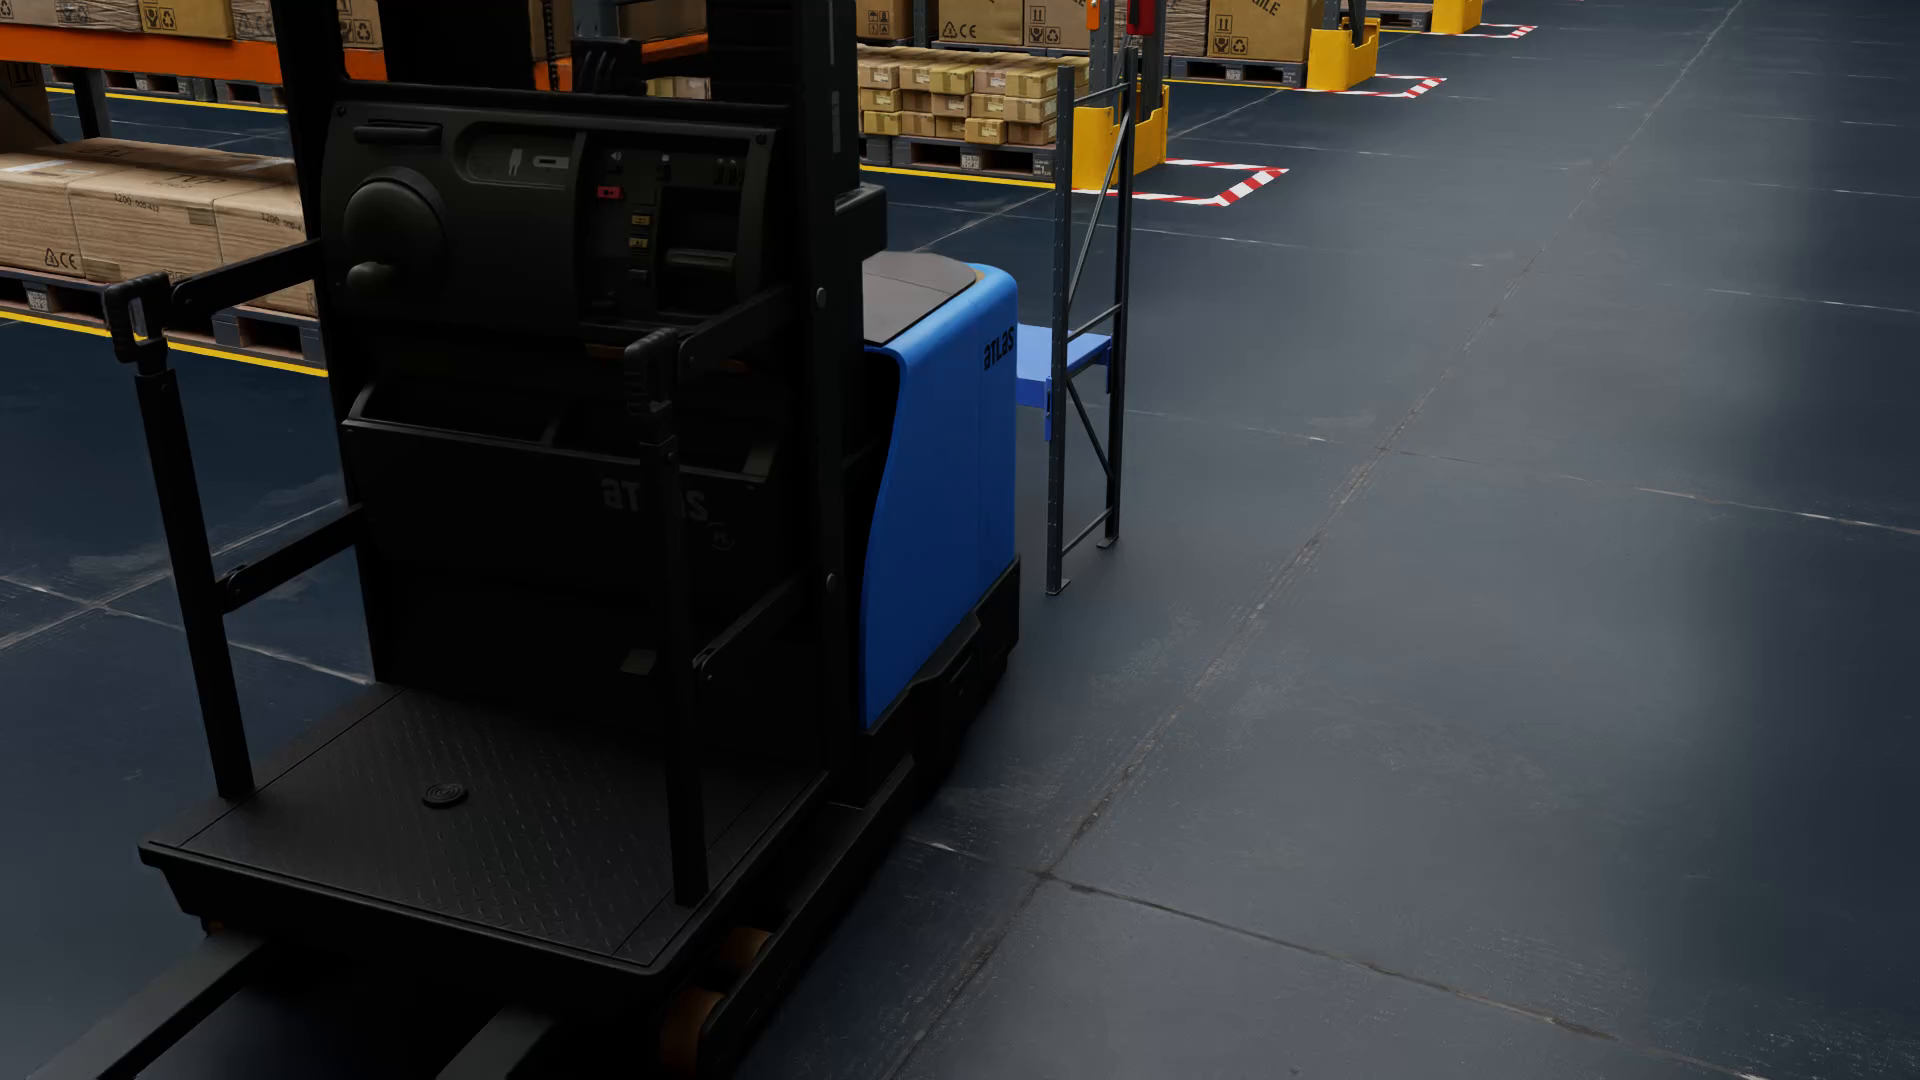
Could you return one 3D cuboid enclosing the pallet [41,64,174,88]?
[{"bbox_3d":[-7.824,-4.286,15.058,1.213,0.211,1.003,11,25,25],"label":"pallet"}]

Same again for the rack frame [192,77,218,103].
[{"bbox_3d":[-6.070,-5.188,13.616,0.127,3.000,1.000,11,25,25],"label":"rack frame"}]

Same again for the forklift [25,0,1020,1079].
[{"bbox_3d":[-0.834,-0.564,2.830,1.130,2.935,3.031,8,24,19],"label":"forklift"}]

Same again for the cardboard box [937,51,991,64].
[{"bbox_3d":[0.030,-3.252,11.410,0.250,0.149,0.380,10,25,22],"label":"cardboard box"}]

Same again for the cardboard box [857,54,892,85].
[{"bbox_3d":[-0.656,-3.182,11.246,0.250,0.149,0.380,10,25,23],"label":"cardboard box"}]

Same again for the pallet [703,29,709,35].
[{"bbox_3d":[-1.987,-5.237,17.296,1.213,0.211,1.003,11,25,25],"label":"pallet"}]

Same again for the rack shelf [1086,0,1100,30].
[{"bbox_3d":[-0.715,-3.797,11.265,4.000,0.370,1.077,11,25,25],"label":"rack shelf"}]

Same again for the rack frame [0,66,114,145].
[{"bbox_3d":[-4.643,-2.735,7.848,0.127,3.000,1.000,11,25,25],"label":"rack frame"}]

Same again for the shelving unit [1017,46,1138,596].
[{"bbox_3d":[-0.076,-0.705,4.992,1.048,1.500,0.538,11,25,25],"label":"shelving unit"}]

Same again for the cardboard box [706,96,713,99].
[{"bbox_3d":[-1.588,-3.086,11.780,0.250,0.149,0.380,11,25,23],"label":"cardboard box"}]

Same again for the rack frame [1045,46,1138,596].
[{"bbox_3d":[0.378,-0.615,4.781,0.032,1.500,0.500,11,25,25],"label":"rack frame"}]

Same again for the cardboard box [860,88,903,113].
[{"bbox_3d":[-0.462,-2.965,11.115,0.250,0.149,0.380,12,26,25],"label":"cardboard box"}]

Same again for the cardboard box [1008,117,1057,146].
[{"bbox_3d":[0.506,-2.677,10.817,0.250,0.149,0.380,12,26,25],"label":"cardboard box"}]

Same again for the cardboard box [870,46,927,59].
[{"bbox_3d":[-0.428,-3.367,11.680,0.250,0.149,0.380,12,26,25],"label":"cardboard box"}]

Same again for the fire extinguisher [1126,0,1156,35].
[{"bbox_3d":[1.086,-3.362,9.898,0.183,0.674,0.296,11,25,25],"label":"fire extinguisher"}]

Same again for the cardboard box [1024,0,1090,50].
[{"bbox_3d":[1.184,-5.108,15.606,0.875,0.875,0.875,11,25,25],"label":"cardboard box"}]

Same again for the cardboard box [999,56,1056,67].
[{"bbox_3d":[0.455,-3.148,11.166,0.250,0.149,0.380,12,26,25],"label":"cardboard box"}]

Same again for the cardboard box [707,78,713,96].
[{"bbox_3d":[-1.581,-3.231,11.742,0.250,0.149,0.380,10,25,22],"label":"cardboard box"}]

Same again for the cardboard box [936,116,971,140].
[{"bbox_3d":[0.034,-2.763,11.021,0.250,0.149,0.380,11,25,24],"label":"cardboard box"}]

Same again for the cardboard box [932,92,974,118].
[{"bbox_3d":[0.006,-2.878,10.911,0.250,0.149,0.380,10,25,22],"label":"cardboard box"}]

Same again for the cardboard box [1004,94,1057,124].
[{"bbox_3d":[0.470,-2.787,10.696,0.250,0.149,0.380,10,25,23],"label":"cardboard box"}]

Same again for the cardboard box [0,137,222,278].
[{"bbox_3d":[-4.131,-1.601,7.918,0.875,0.438,0.875,11,25,24],"label":"cardboard box"}]

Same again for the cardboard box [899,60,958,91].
[{"bbox_3d":[-0.206,-3.069,10.979,0.250,0.149,0.380,10,25,22],"label":"cardboard box"}]

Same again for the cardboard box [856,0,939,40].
[{"bbox_3d":[-0.752,-5.517,16.569,0.875,0.875,1.225,11,26,25],"label":"cardboard box"}]

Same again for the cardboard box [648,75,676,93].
[{"bbox_3d":[-2.054,-3.310,11.928,0.250,0.149,0.380,11,26,25],"label":"cardboard box"}]

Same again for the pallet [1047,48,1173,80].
[{"bbox_3d":[1.564,-4.536,15.646,1.213,0.211,1.003,11,25,25],"label":"pallet"}]

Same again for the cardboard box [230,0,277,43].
[{"bbox_3d":[-2.528,-2.248,6.576,0.500,0.500,0.500,12,26,26],"label":"cardboard box"}]

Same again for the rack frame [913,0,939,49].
[{"bbox_3d":[-0.172,-6.196,15.986,0.127,3.000,1.000,11,25,25],"label":"rack frame"}]

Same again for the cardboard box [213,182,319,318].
[{"bbox_3d":[-2.528,-1.283,7.171,0.875,0.438,0.875,12,26,26],"label":"cardboard box"}]

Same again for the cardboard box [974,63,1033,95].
[{"bbox_3d":[0.285,-3.000,10.816,0.250,0.149,0.380,12,26,26],"label":"cardboard box"}]

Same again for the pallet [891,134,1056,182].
[{"bbox_3d":[0.293,-2.661,11.238,1.213,0.211,1.003,11,25,25],"label":"pallet"}]

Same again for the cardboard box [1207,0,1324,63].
[{"bbox_3d":[2.791,-4.790,14.859,0.875,0.875,0.875,11,25,25],"label":"cardboard box"}]

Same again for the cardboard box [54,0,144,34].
[{"bbox_3d":[-3.454,-2.426,6.994,0.500,0.500,0.500,11,26,25],"label":"cardboard box"}]

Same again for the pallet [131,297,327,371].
[{"bbox_3d":[-2.907,-1.075,7.508,1.213,0.211,1.003,11,25,25],"label":"pallet"}]

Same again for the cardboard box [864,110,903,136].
[{"bbox_3d":[-0.448,-2.825,11.167,0.250,0.149,0.380,10,25,22],"label":"cardboard box"}]

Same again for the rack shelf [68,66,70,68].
[{"bbox_3d":[-6.428,-2.757,8.819,4.000,0.370,1.077,11,25,25],"label":"rack shelf"}]

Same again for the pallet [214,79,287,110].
[{"bbox_3d":[-5.373,-3.766,13.836,1.213,0.211,1.003,11,25,25],"label":"pallet"}]

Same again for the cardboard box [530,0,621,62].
[{"bbox_3d":[-1.623,-2.067,6.150,0.500,0.500,0.500,11,26,25],"label":"cardboard box"}]

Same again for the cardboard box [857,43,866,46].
[{"bbox_3d":[-0.868,-3.460,11.899,0.250,0.149,0.380,10,25,23],"label":"cardboard box"}]

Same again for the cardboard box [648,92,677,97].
[{"bbox_3d":[-2.082,-3.139,11.905,0.250,0.149,0.380,12,26,26],"label":"cardboard box"}]

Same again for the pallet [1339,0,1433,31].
[{"bbox_3d":[4.914,-6.095,19.313,1.213,0.211,1.003,11,25,25],"label":"pallet"}]

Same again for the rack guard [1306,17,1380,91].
[{"bbox_3d":[3.419,-4.335,14.805,0.348,0.500,1.175,11,25,25],"label":"rack guard"}]
